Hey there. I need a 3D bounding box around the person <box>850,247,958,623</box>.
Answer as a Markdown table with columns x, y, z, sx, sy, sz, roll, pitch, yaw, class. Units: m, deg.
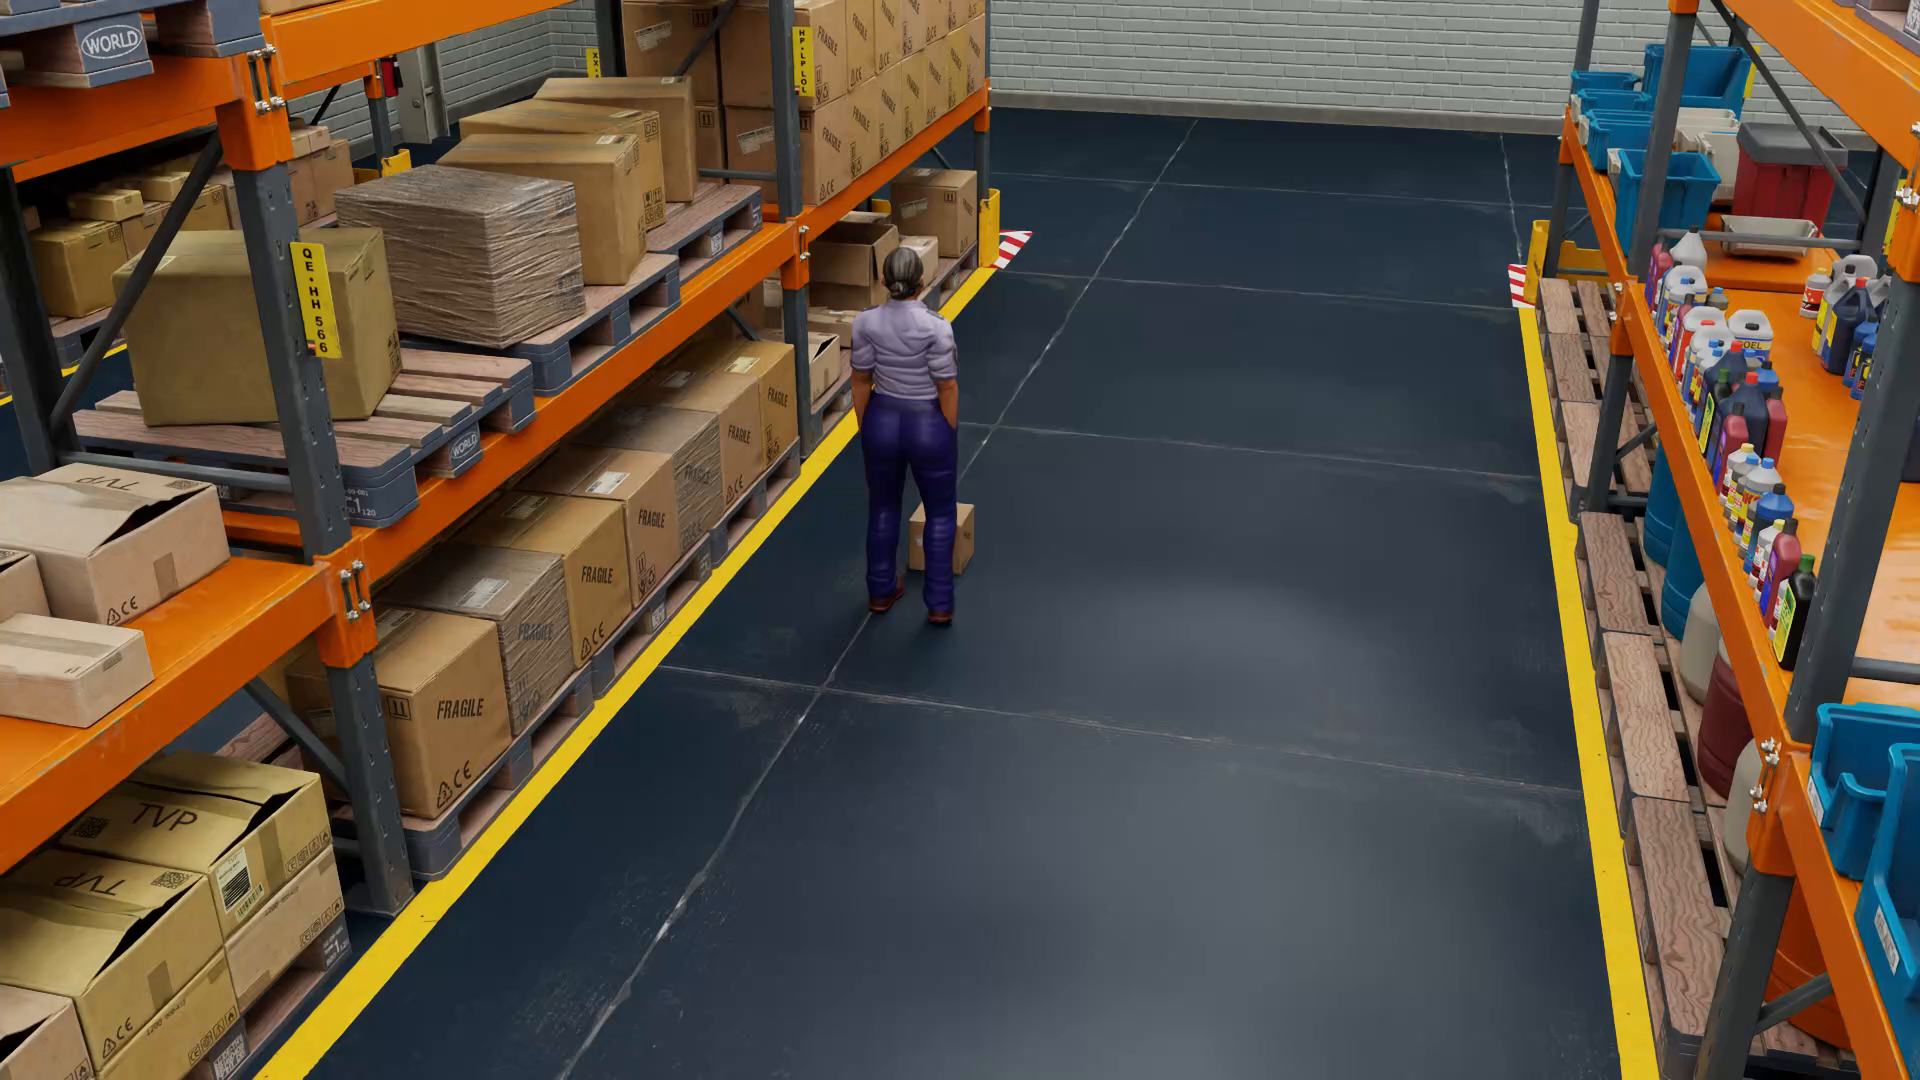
| x | y | z | sx | sy | sz | roll | pitch | yaw | class |
| --- | --- | --- | --- | --- | --- | --- | --- | --- | --- |
| -0.224 | -0.429 | 7.081 | 0.468 | 1.659 | 0.344 | 7 | 26 | 15 | person |
